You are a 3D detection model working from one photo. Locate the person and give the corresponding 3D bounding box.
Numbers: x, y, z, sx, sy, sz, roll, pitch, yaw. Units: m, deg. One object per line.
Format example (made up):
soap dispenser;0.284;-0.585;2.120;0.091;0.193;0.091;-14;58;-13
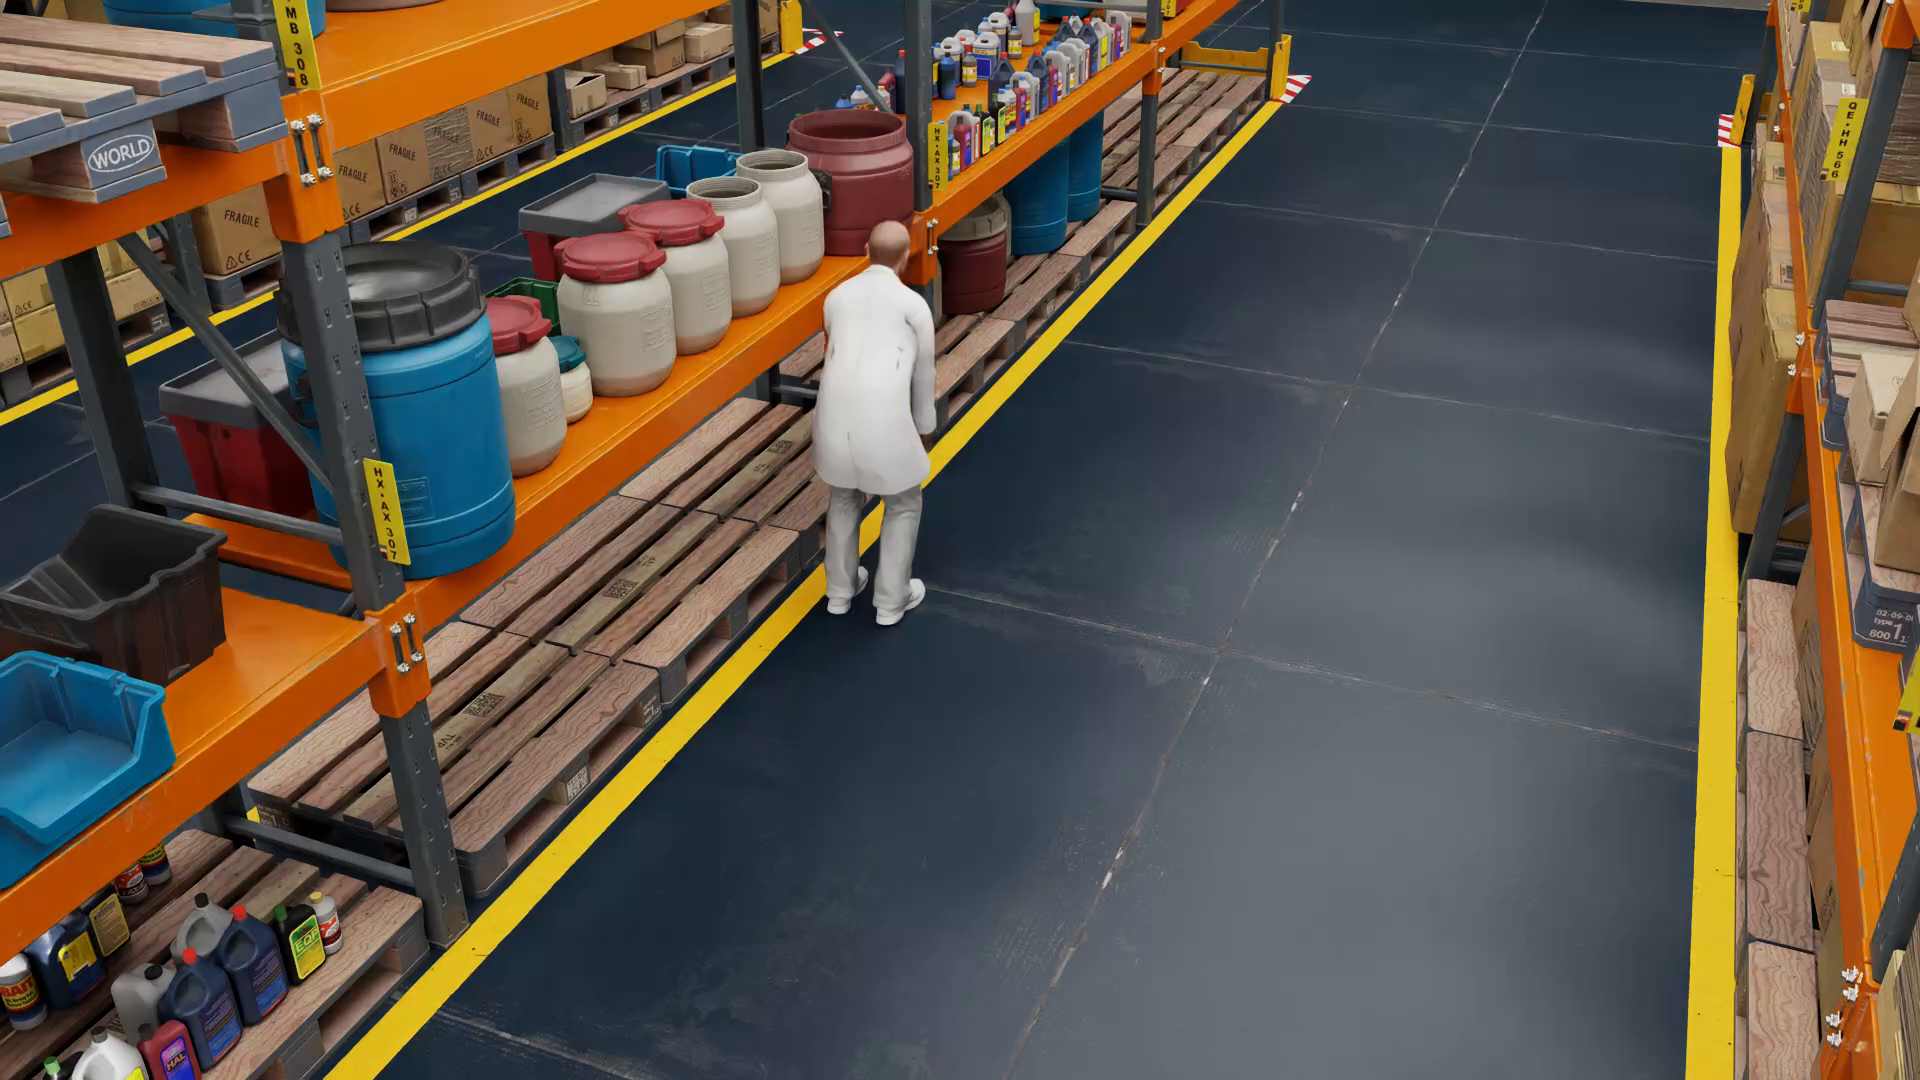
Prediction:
person;-0.349;-0.492;7.130;0.540;1.679;0.631;11;31;18
